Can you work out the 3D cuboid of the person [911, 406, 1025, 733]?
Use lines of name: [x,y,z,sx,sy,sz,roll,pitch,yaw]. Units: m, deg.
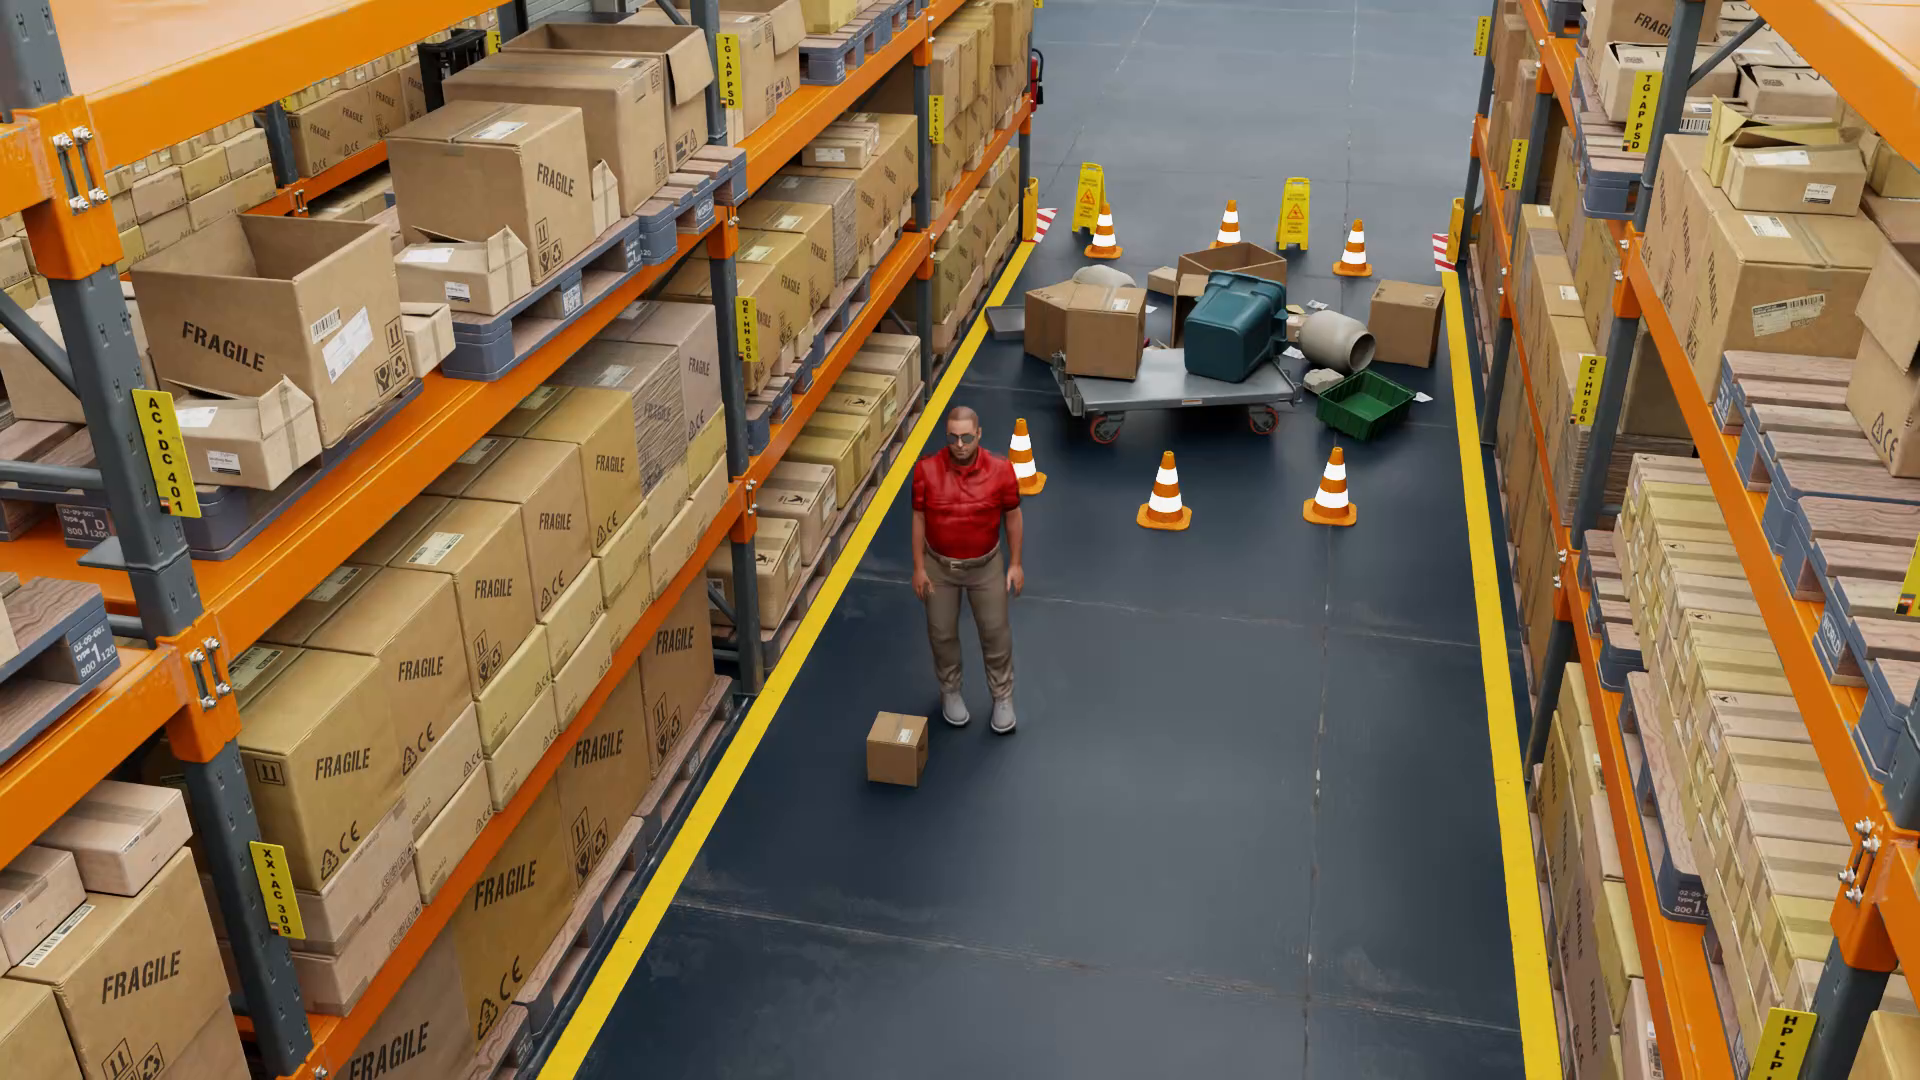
person: [0.041,0.147,8.333,0.568,1.734,0.384,2,29,3]
